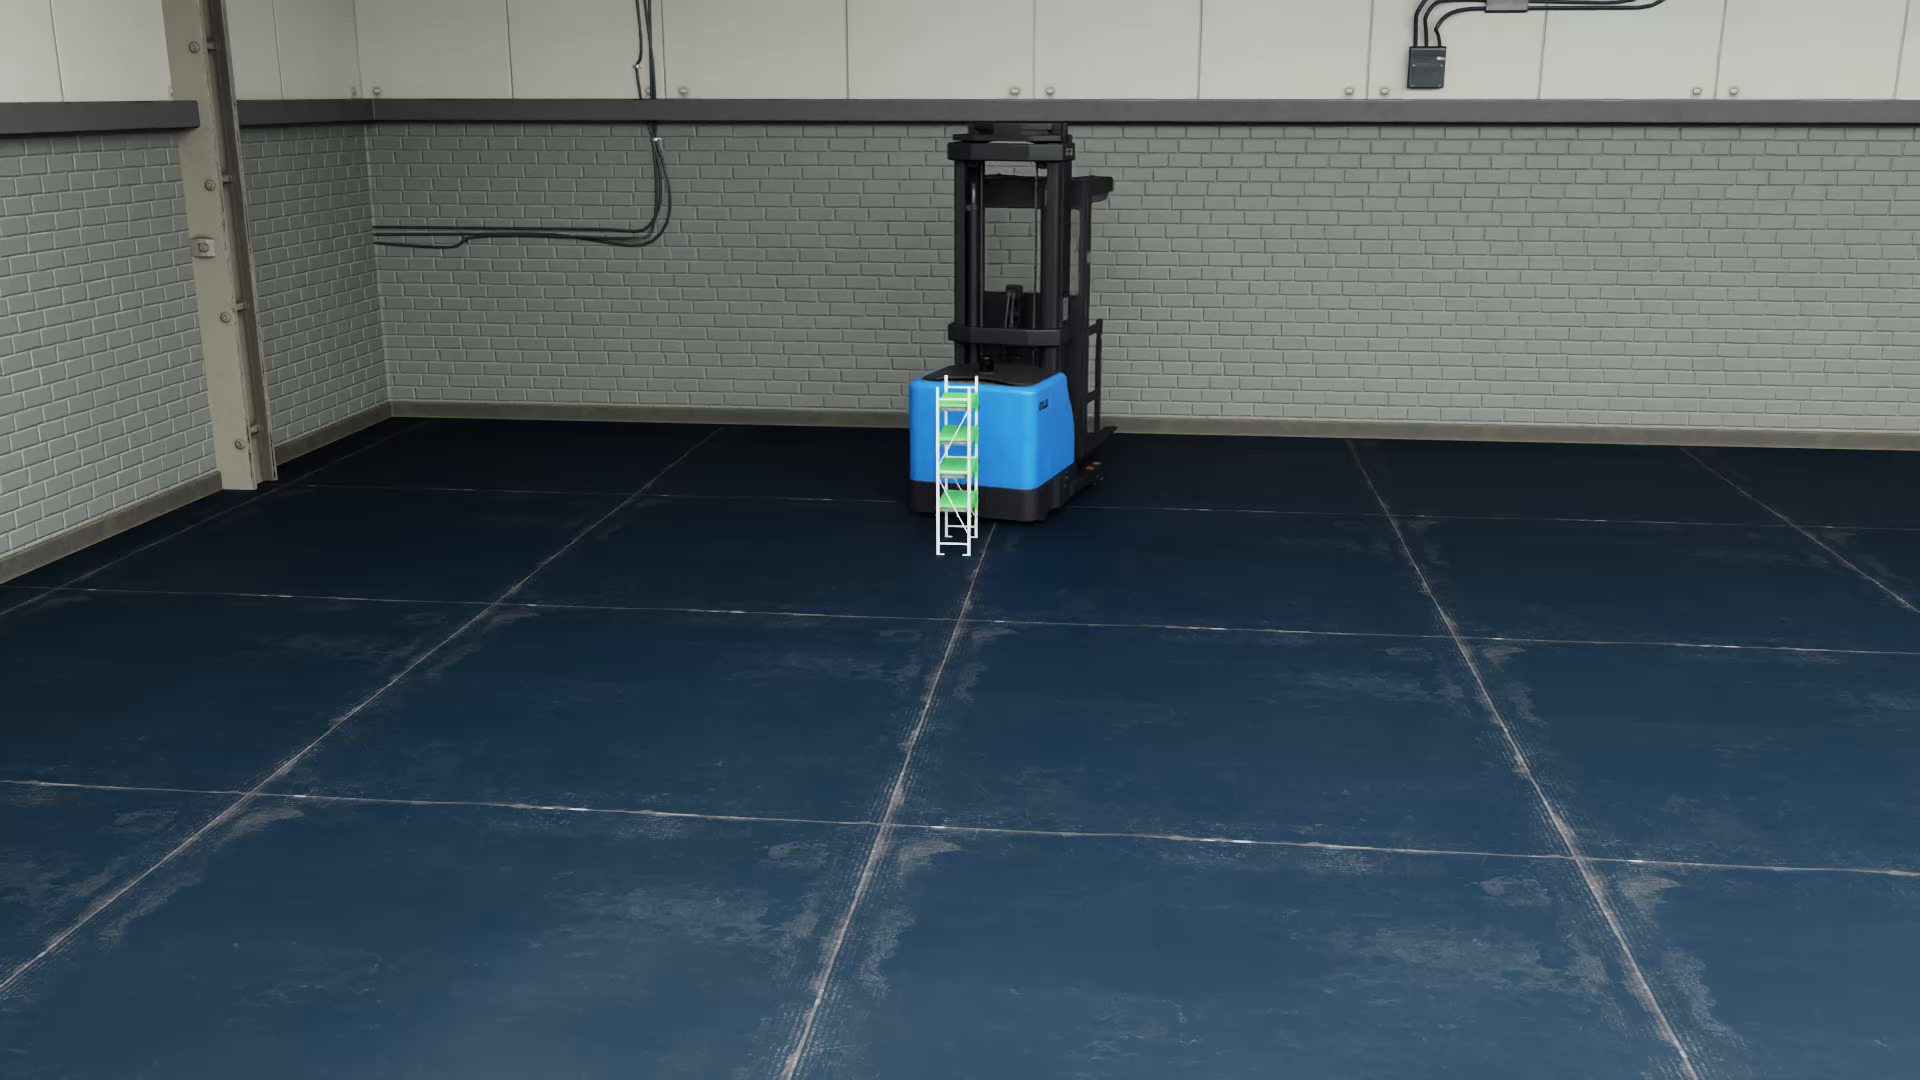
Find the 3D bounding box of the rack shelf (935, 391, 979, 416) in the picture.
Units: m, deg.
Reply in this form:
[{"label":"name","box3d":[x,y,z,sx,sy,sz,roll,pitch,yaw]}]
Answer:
[{"label":"rack shelf","box3d":[-0.019,-0.938,11.738,0.258,0.148,0.480,2,15,6]}]

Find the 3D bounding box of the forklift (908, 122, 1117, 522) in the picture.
[{"label":"forklift","box3d":[0.588,-1.893,13.547,1.130,2.935,3.031,6,16,20]}]

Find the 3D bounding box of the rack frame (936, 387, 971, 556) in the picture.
[{"label":"rack frame","box3d":[-0.046,-0.473,11.613,0.240,1.200,0.015,2,15,6]}]

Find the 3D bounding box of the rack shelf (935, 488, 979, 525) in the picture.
[{"label":"rack shelf","box3d":[-0.019,-0.243,11.926,0.258,0.148,0.480,2,15,6]}]

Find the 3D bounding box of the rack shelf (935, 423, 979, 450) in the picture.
[{"label":"rack shelf","box3d":[-0.019,-0.706,11.801,0.258,0.148,0.480,2,15,6]}]

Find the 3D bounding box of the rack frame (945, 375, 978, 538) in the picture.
[{"label":"rack frame","box3d":[0.009,-0.600,12.081,0.240,1.200,0.015,2,15,6]}]

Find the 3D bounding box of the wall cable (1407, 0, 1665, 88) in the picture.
[{"label":"wall cable","box3d":[5.136,-6.895,13.906,2.305,6.003,0.169,2,15,6]}]

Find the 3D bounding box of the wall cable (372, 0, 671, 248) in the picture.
[{"label":"wall cable","box3d":[-4.295,-4.038,15.804,3.097,2.526,0.112,2,15,6]}]

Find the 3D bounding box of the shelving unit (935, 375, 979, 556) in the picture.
[{"label":"shelving unit","box3d":[-0.019,-0.536,11.847,0.258,1.200,0.503,2,15,6]}]

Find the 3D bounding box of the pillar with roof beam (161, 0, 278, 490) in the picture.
[{"label":"pillar with roof beam","box3d":[-1.664,-4.685,12.249,9.100,9.000,0.400,2,15,6]}]

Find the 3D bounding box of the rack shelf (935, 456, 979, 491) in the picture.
[{"label":"rack shelf","box3d":[-0.019,-0.475,11.863,0.258,0.148,0.480,2,15,6]}]
